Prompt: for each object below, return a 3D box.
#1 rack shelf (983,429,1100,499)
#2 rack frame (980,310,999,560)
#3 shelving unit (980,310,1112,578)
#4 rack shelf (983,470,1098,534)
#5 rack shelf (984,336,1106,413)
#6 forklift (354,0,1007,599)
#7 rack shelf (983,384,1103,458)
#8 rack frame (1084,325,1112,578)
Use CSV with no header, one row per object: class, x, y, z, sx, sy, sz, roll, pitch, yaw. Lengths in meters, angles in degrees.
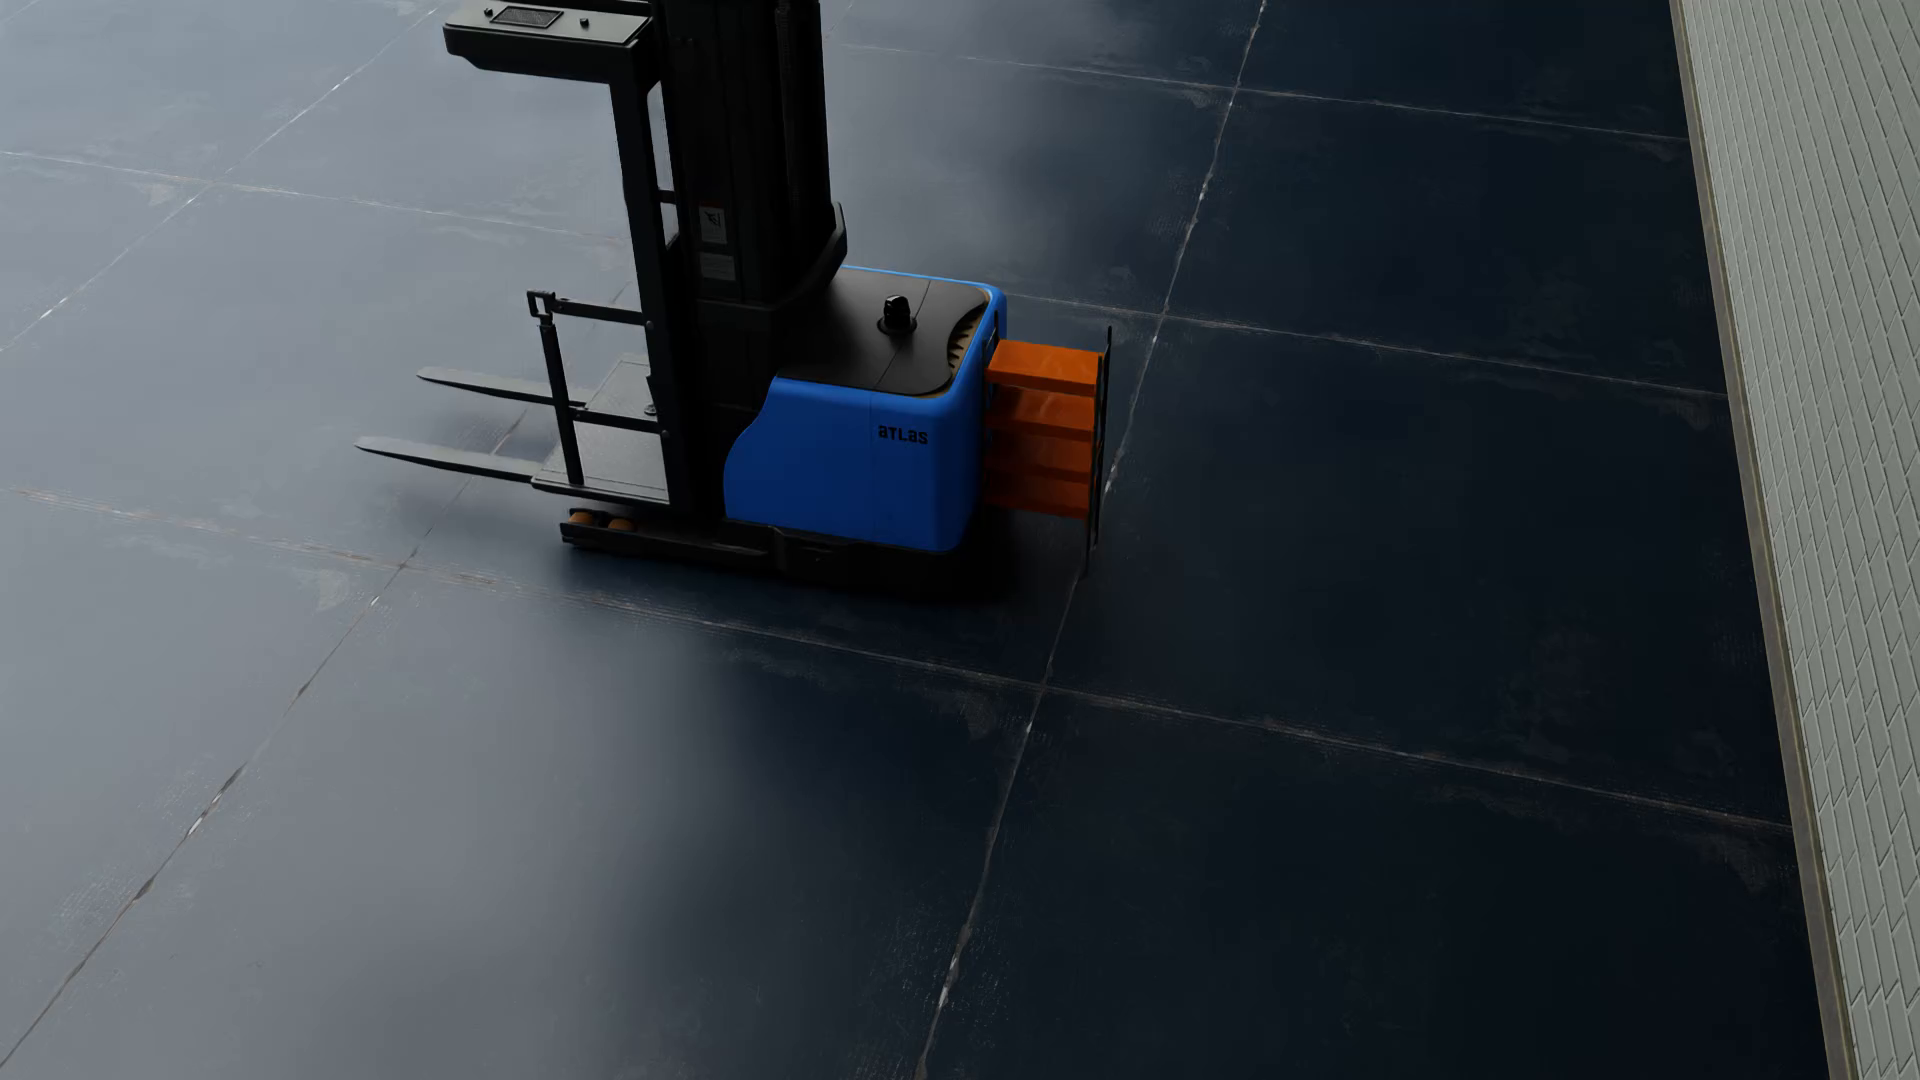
rack shelf,0.364,-0.351,7.340,0.480,0.148,0.258,9,41,11
rack frame,0.128,-0.441,7.342,0.015,1.200,0.240,9,41,11
shelving unit,0.364,-0.403,7.296,0.503,1.200,0.258,9,41,11
rack shelf,0.364,-0.199,7.467,0.480,0.148,0.258,9,41,11
rack shelf,0.364,-0.703,7.044,0.480,0.148,0.258,9,41,11
forklift,-1.351,-1.374,7.107,3.031,2.935,1.130,9,41,11
rack shelf,0.364,-0.522,7.196,0.480,0.148,0.258,9,41,11
rack frame,0.601,-0.364,7.250,0.015,1.200,0.240,9,41,11
